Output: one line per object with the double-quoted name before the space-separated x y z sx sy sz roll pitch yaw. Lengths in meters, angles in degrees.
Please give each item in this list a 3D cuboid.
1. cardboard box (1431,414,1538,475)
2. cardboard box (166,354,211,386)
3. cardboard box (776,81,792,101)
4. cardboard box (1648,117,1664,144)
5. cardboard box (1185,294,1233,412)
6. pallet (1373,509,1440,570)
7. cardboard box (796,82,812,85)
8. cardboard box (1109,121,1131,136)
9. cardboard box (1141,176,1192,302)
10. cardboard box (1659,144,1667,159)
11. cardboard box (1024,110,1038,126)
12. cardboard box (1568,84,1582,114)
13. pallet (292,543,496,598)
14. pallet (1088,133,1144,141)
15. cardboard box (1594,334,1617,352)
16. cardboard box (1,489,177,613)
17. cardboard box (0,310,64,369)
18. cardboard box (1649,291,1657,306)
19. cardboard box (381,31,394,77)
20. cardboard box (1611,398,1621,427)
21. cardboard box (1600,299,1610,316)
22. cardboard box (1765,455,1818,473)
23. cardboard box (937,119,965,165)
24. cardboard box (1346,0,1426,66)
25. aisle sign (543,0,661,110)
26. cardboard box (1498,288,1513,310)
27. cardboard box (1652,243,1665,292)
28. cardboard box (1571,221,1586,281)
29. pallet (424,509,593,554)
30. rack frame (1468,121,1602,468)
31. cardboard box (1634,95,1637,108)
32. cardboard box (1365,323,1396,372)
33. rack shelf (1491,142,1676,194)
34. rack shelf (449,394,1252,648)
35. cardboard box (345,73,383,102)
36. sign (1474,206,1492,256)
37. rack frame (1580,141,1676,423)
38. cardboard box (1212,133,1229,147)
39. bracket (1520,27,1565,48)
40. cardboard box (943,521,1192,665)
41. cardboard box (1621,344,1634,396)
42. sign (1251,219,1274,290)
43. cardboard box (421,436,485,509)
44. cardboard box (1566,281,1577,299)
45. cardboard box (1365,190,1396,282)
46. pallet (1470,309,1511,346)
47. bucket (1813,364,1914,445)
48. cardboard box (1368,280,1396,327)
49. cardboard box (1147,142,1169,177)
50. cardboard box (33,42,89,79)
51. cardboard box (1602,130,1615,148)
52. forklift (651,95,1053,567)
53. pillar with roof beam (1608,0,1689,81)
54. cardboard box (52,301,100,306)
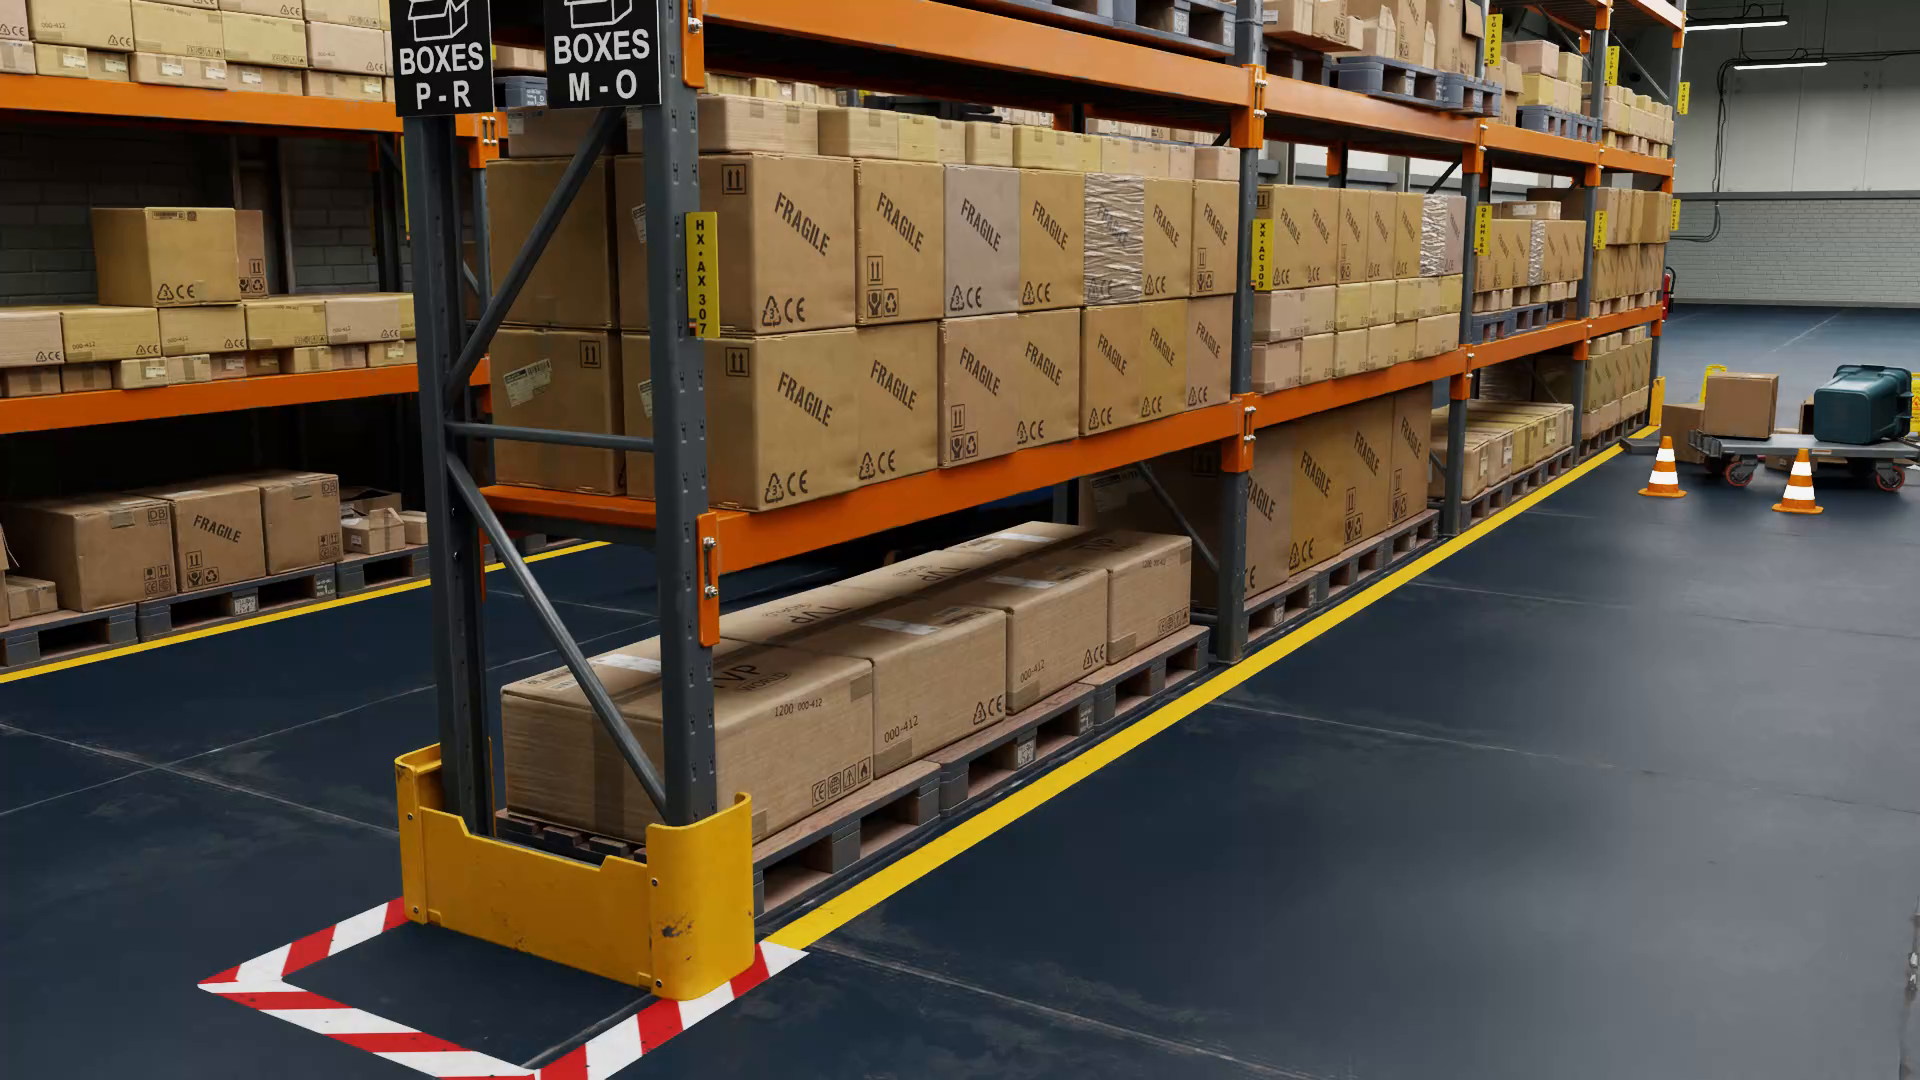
"cardboard box" 4.083 -0.782 13.393 0.950 0.372 0.625 7 13 33
"cardboard box" -4.155 -0.902 8.720 0.380 0.149 0.250 7 13 32
"cardboard box" -1.525 -3.457 12.857 0.380 0.149 0.250 7 13 32
"cardboard box" 6.851 -4.165 16.911 0.500 0.250 0.500 6 12 30
"cardboard box" 0.907 -0.866 7.573 0.500 0.500 0.500 7 12 31
"pallet" 2.533 -0.056 11.095 1.003 0.211 1.213 6 12 31
"cardboard box" -1.390 -3.647 13.059 0.380 0.149 0.250 6 12 29
"cardboard box" 1.479 -4.440 17.612 0.500 0.311 0.500 7 13 32
"cardboard box" 0.650 -1.276 7.042 0.500 0.500 0.500 6 12 30
"cardboard box" 7.113 -4.028 17.262 0.380 0.149 0.250 6 12 31
"cardboard box" 0.528 -4.051 15.973 0.380 0.149 0.250 6 12 31
"cardboard box" 4.904 -3.674 13.957 0.500 0.250 0.500 6 12 30
"pallet" -3.672 0.090 10.312 1.003 0.211 1.213 6 12 31
"pallet" 1.260 -4.214 17.815 1.003 0.211 1.213 6 12 31
"cardboard box" 6.002 -1.877 15.773 0.380 0.149 0.250 7 13 33
"cardboard box" -4.516 0.045 8.627 0.700 0.500 0.500 7 13 33
"cardboard box" -4.664 -0.957 7.926 0.500 0.250 0.500 7 12 31
"cardboard box" 7.112 -2.549 17.513 0.380 0.149 0.250 6 12 30
"cardboard box" -3.351 -2.835 9.809 0.500 0.250 0.500 6 12 31
"cardboard box" 6.161 -1.263 16.296 0.500 0.250 0.500 6 12 30
"cardboard box" 5.878 -2.193 15.614 0.380 0.149 0.250 7 13 32
"cardboard box" 7.341 -0.752 14.663 0.258 0.266 0.396 -2 11 -9
"cardboard box" -0.205 -1.342 5.632 0.380 0.149 0.250 7 12 31
"cardboard box" 2.339 -2.969 9.510 0.500 0.500 0.500 7 12 31
"aisle sign" -0.936 -1.524 4.294 0.394 0.787 0.004 6 12 31
"cardboard box" 3.852 -1.781 12.272 0.380 0.149 0.250 6 12 31
"cardboard box" 7.114 -2.885 17.550 0.500 0.500 0.500 6 12 30
"cardboard box" 5.040 -2.480 14.242 0.500 0.500 0.500 6 12 30
"pallet" -2.924 -0.149 11.591 1.003 0.211 1.213 6 12 31
"rack frame" 5.083 -2.173 14.823 1.000 3.000 0.127 6 12 31
"cardboard box" 6.262 -4.186 15.943 0.380 0.149 0.250 7 13 32
"cardboard box" 2.198 -1.123 9.624 0.500 0.250 0.500 6 12 30
"rack shelf" 6.122 -3.608 16.293 1.077 0.370 4.000 6 12 31
"rack shelf" -0.109 -0.246 6.488 1.077 0.370 4.000 6 12 31
"cardboard box" -3.525 -2.575 9.501 0.380 0.149 0.250 7 13 33
"sign" 3.483 -2.060 11.076 0.100 0.325 0.005 6 12 31
"rack frame" 7.160 -2.802 18.183 1.000 3.000 0.127 6 12 31
"cardboard box" 2.894 -4.962 19.884 0.500 0.500 0.500 7 13 33
"bracket" 12.995 -11.240 37.172 0.076 0.066 4.783 6 12 31
"cardboard box" 0.512 0.227 7.827 0.875 0.438 0.875 6 12 30
"cardboard box" 6.431 -1.713 16.662 0.500 0.500 0.500 6 12 29
"sign" 1.405 -1.326 7.733 0.100 0.325 0.005 6 12 31
"cardboard box" -3.312 -0.471 11.387 0.500 0.500 0.500 6 12 30
"cardboard box" 5.052 -2.148 14.234 0.380 0.149 0.250 7 12 32
"cardboard box" 2.170 -1.740 9.523 0.500 0.500 0.500 6 12 30
"pallet" 3.285 -1.572 12.133 1.213 0.211 1.003 6 12 31
"bucket" 7.467 -1.095 13.834 0.620 0.611 0.726 -20 21 -35
"cardboard box" 2.191 -1.370 9.584 0.500 0.250 0.500 6 12 29
"cardboard box" 0.674 -1.626 7.150 0.380 0.149 0.250 6 12 31
"cardboard box" -4.418 -2.292 7.989 0.380 0.149 0.250 6 12 31
"cardboard box" 5.641 -3.585 14.897 0.380 0.149 0.250 6 12 31
"forklift" -0.563 -1.323 10.472 1.130 2.935 3.031 9 14 41
"pillar with roof beam" 21.039 -10.508 43.041 9.100 9.000 0.548 6 12 31
"cardboard box" -4.578 -1.170 9.065 0.500 0.250 0.500 6 12 31
